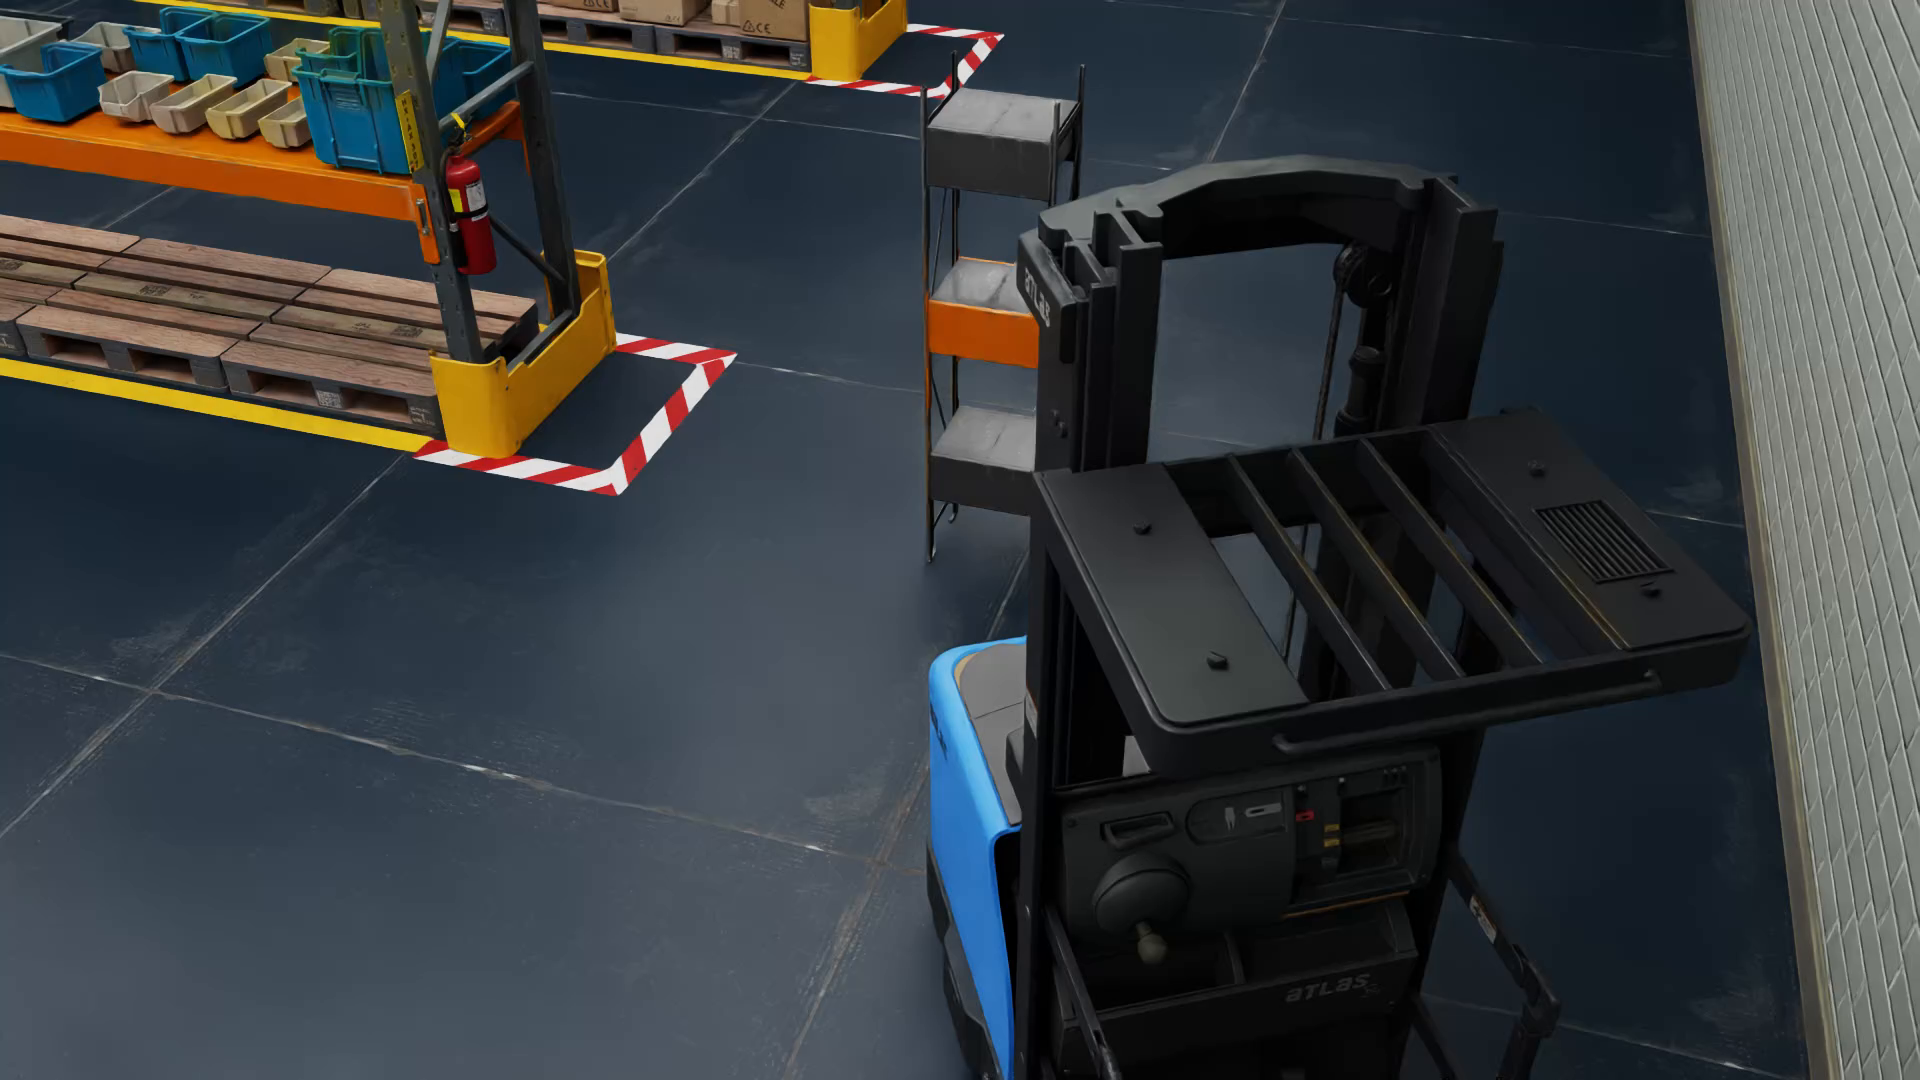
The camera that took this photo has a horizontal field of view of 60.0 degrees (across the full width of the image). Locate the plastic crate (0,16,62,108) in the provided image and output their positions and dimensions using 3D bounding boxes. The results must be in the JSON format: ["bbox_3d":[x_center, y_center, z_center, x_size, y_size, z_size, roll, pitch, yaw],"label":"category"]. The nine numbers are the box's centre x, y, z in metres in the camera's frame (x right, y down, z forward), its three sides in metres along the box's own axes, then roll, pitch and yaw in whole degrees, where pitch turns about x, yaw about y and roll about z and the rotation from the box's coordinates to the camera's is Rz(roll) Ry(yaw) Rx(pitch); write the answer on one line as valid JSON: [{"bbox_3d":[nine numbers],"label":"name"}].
[{"bbox_3d":[-4.539,-2.243,7.816,0.530,0.282,0.437,10,38,14],"label":"plastic crate"}]

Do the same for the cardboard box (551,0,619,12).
[{"bbox_3d":[-2.667,-4.285,12.277,0.637,0.503,0.797,10,38,14],"label":"cardboard box"}]

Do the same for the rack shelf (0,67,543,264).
[{"bbox_3d":[-4.033,-1.997,8.040,4.000,0.370,1.077,10,38,14],"label":"rack shelf"}]

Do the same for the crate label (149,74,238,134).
[{"bbox_3d":[-3.502,-1.988,7.593,0.243,0.136,0.396,10,38,14],"label":"crate label"}]

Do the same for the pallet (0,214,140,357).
[{"bbox_3d":[-5.229,-1.410,8.987,1.213,0.211,1.003,10,38,14],"label":"pallet"}]

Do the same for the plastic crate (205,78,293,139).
[{"bbox_3d":[-3.229,-1.953,7.544,0.243,0.136,0.396,10,38,14],"label":"plastic crate"}]

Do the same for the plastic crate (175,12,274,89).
[{"bbox_3d":[-3.518,-2.353,8.007,0.300,0.233,0.416,10,38,14],"label":"plastic crate"}]

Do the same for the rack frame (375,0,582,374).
[{"bbox_3d":[-2.124,-1.934,7.347,0.127,3.000,1.000,10,38,14],"label":"rack frame"}]

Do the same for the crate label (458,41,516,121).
[{"bbox_3d":[-2.261,-2.120,7.691,0.303,0.233,0.416,10,38,14],"label":"crate label"}]

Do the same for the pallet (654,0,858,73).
[{"bbox_3d":[-1.477,-3.766,12.189,1.213,0.211,1.003,10,38,14],"label":"pallet"}]

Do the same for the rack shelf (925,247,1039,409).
[{"bbox_3d":[0.158,-0.805,6.596,0.480,0.518,0.431,10,38,14],"label":"rack shelf"}]

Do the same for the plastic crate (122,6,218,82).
[{"bbox_3d":[-3.805,-2.406,8.079,0.300,0.233,0.416,10,38,14],"label":"plastic crate"}]

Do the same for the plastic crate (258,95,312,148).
[{"bbox_3d":[-2.956,-1.893,7.464,0.243,0.136,0.396,10,38,14],"label":"plastic crate"}]

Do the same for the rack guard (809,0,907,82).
[{"bbox_3d":[-0.716,-3.742,11.913,0.348,0.500,1.175,10,38,14],"label":"rack guard"}]

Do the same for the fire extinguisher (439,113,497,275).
[{"bbox_3d":[-2.116,-1.469,7.095,0.183,0.674,0.296,10,38,14],"label":"fire extinguisher"}]

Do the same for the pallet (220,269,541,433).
[{"bbox_3d":[-2.900,-0.978,8.401,1.213,0.211,1.003,10,38,14],"label":"pallet"}]

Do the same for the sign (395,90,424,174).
[{"bbox_3d":[-2.273,-1.685,6.872,0.005,0.325,0.100,10,38,14],"label":"sign"}]

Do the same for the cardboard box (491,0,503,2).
[{"bbox_3d":[-3.297,-4.135,12.357,0.250,0.166,0.380,10,38,14],"label":"cardboard box"}]

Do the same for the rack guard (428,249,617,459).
[{"bbox_3d":[-2.097,-0.930,8.092,0.348,0.500,1.175,10,38,14],"label":"rack guard"}]

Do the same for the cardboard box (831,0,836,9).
[{"bbox_3d":[-0.941,-4.033,12.233,0.250,0.149,0.380,10,38,14],"label":"cardboard box"}]

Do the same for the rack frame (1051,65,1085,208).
[{"bbox_3d":[0.391,-0.773,6.529,0.015,2.100,0.400,10,38,14],"label":"rack frame"}]

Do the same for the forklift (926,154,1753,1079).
[{"bbox_3d":[0.738,0.795,3.697,1.130,2.935,3.031,-8,37,-11],"label":"forklift"}]

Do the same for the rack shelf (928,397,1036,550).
[{"bbox_3d":[0.158,-0.242,7.011,0.480,0.518,0.431,10,38,14],"label":"rack shelf"}]

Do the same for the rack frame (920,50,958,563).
[{"bbox_3d":[-0.075,-0.860,6.646,0.015,2.100,0.400,10,38,14],"label":"rack frame"}]

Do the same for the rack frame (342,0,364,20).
[{"bbox_3d":[-4.461,-5.443,12.114,0.127,3.000,1.000,10,38,14],"label":"rack frame"}]

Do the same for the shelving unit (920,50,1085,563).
[{"bbox_3d":[0.158,-0.816,6.588,0.503,2.100,0.431,10,38,14],"label":"shelving unit"}]

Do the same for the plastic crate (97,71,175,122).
[{"bbox_3d":[-3.790,-2.030,7.649,0.250,0.136,0.298,10,38,14],"label":"plastic crate"}]

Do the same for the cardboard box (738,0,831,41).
[{"bbox_3d":[-1.236,-3.863,11.705,0.500,0.500,0.500,10,38,14],"label":"cardboard box"}]

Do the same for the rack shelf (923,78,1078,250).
[{"bbox_3d":[0.158,-1.369,6.181,0.480,0.518,0.431,10,38,14],"label":"rack shelf"}]

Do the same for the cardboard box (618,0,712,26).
[{"bbox_3d":[-2.134,-3.947,12.031,0.500,0.250,0.500,10,38,14],"label":"cardboard box"}]

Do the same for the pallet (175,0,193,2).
[{"bbox_3d":[-6.417,-4.656,13.399,1.213,0.211,1.003,10,38,14],"label":"pallet"}]

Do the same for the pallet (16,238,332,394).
[{"bbox_3d":[-4.060,-1.195,8.696,1.213,0.211,1.003,10,38,14],"label":"pallet"}]

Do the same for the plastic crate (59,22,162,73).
[{"bbox_3d":[-4.190,-2.421,8.181,0.466,0.136,0.293,10,38,14],"label":"plastic crate"}]

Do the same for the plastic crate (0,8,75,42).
[{"bbox_3d":[-4.794,-2.508,8.309,0.590,0.125,0.437,10,38,14],"label":"plastic crate"}]

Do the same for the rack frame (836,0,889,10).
[{"bbox_3d":[-0.643,-4.736,11.154,0.127,3.000,1.000,10,38,14],"label":"rack frame"}]

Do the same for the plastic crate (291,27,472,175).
[{"bbox_3d":[-2.499,-1.926,7.255,0.499,0.435,0.616,10,38,14],"label":"plastic crate"}]

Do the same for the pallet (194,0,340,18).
[{"bbox_3d":[-5.249,-4.442,13.107,1.213,0.211,1.003,10,38,14],"label":"pallet"}]

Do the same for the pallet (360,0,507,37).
[{"bbox_3d":[-3.806,-4.198,12.775,1.213,0.211,1.003,10,38,14],"label":"pallet"}]

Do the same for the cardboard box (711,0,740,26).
[{"bbox_3d":[-1.596,-3.851,11.971,0.250,0.166,0.380,10,38,14],"label":"cardboard box"}]

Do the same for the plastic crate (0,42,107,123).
[{"bbox_3d":[-4.161,-2.108,7.675,0.300,0.233,0.416,10,38,14],"label":"plastic crate"}]

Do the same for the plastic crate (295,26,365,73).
[{"bbox_3d":[-2.890,-2.237,7.849,0.300,0.233,0.416,10,38,14],"label":"plastic crate"}]

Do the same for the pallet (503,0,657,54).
[{"bbox_3d":[-2.638,-3.983,12.484,1.213,0.211,1.003,10,38,14],"label":"pallet"}]

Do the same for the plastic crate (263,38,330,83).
[{"bbox_3d":[-3.190,-2.305,8.023,0.298,0.136,0.250,10,38,14],"label":"plastic crate"}]
